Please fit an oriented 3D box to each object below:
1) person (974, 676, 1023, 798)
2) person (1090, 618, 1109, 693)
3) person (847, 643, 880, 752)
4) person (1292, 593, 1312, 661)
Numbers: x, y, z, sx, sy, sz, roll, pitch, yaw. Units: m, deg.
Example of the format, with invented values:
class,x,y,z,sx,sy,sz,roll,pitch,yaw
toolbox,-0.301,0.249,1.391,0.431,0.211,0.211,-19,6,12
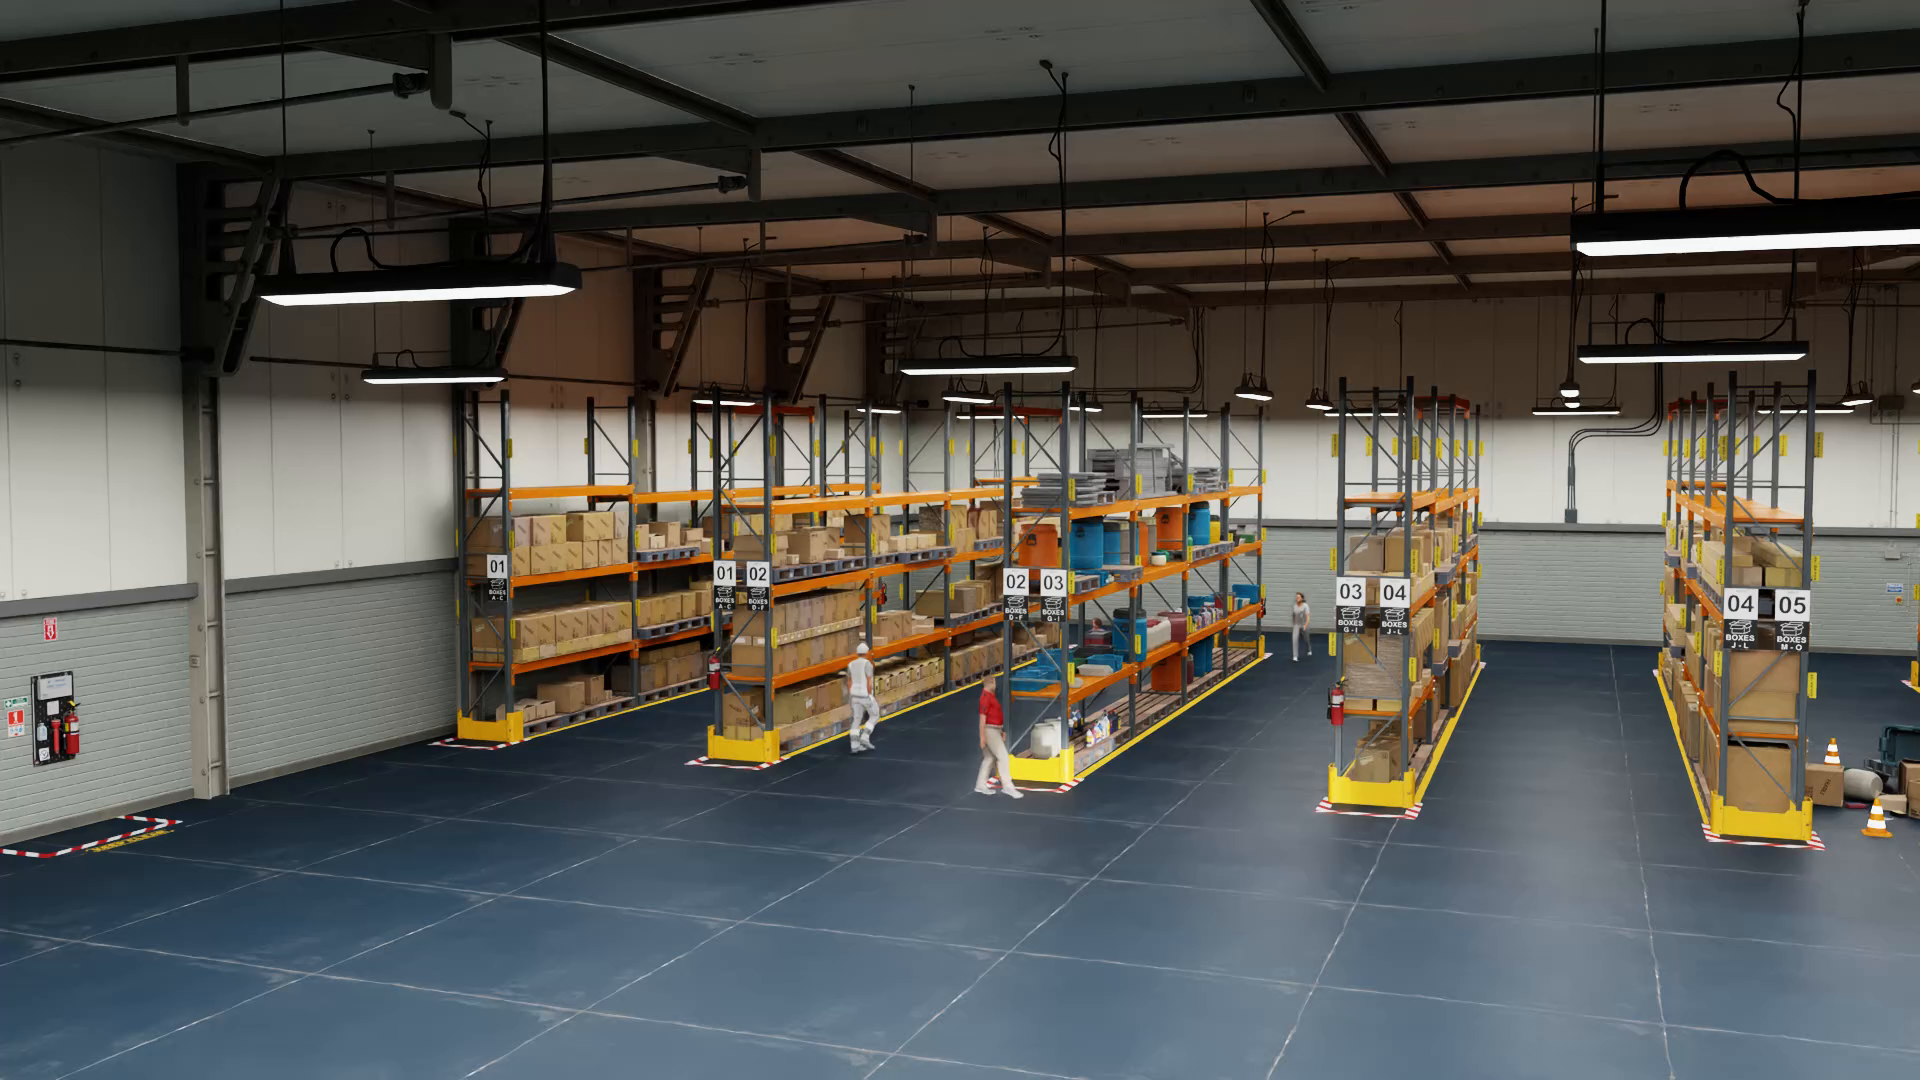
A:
class,x,y,z,sx,sy,sz,roll,pitch,yaw
person,0.561,2.823,24.018,0.713,1.735,0.552,0,3,2
person,2.736,2.349,33.680,0.432,1.552,0.903,2,4,36
person,-1.618,2.586,27.437,0.585,1.772,0.496,2,4,35
person,8.065,2.038,39.248,0.460,1.575,1.128,1,3,24
